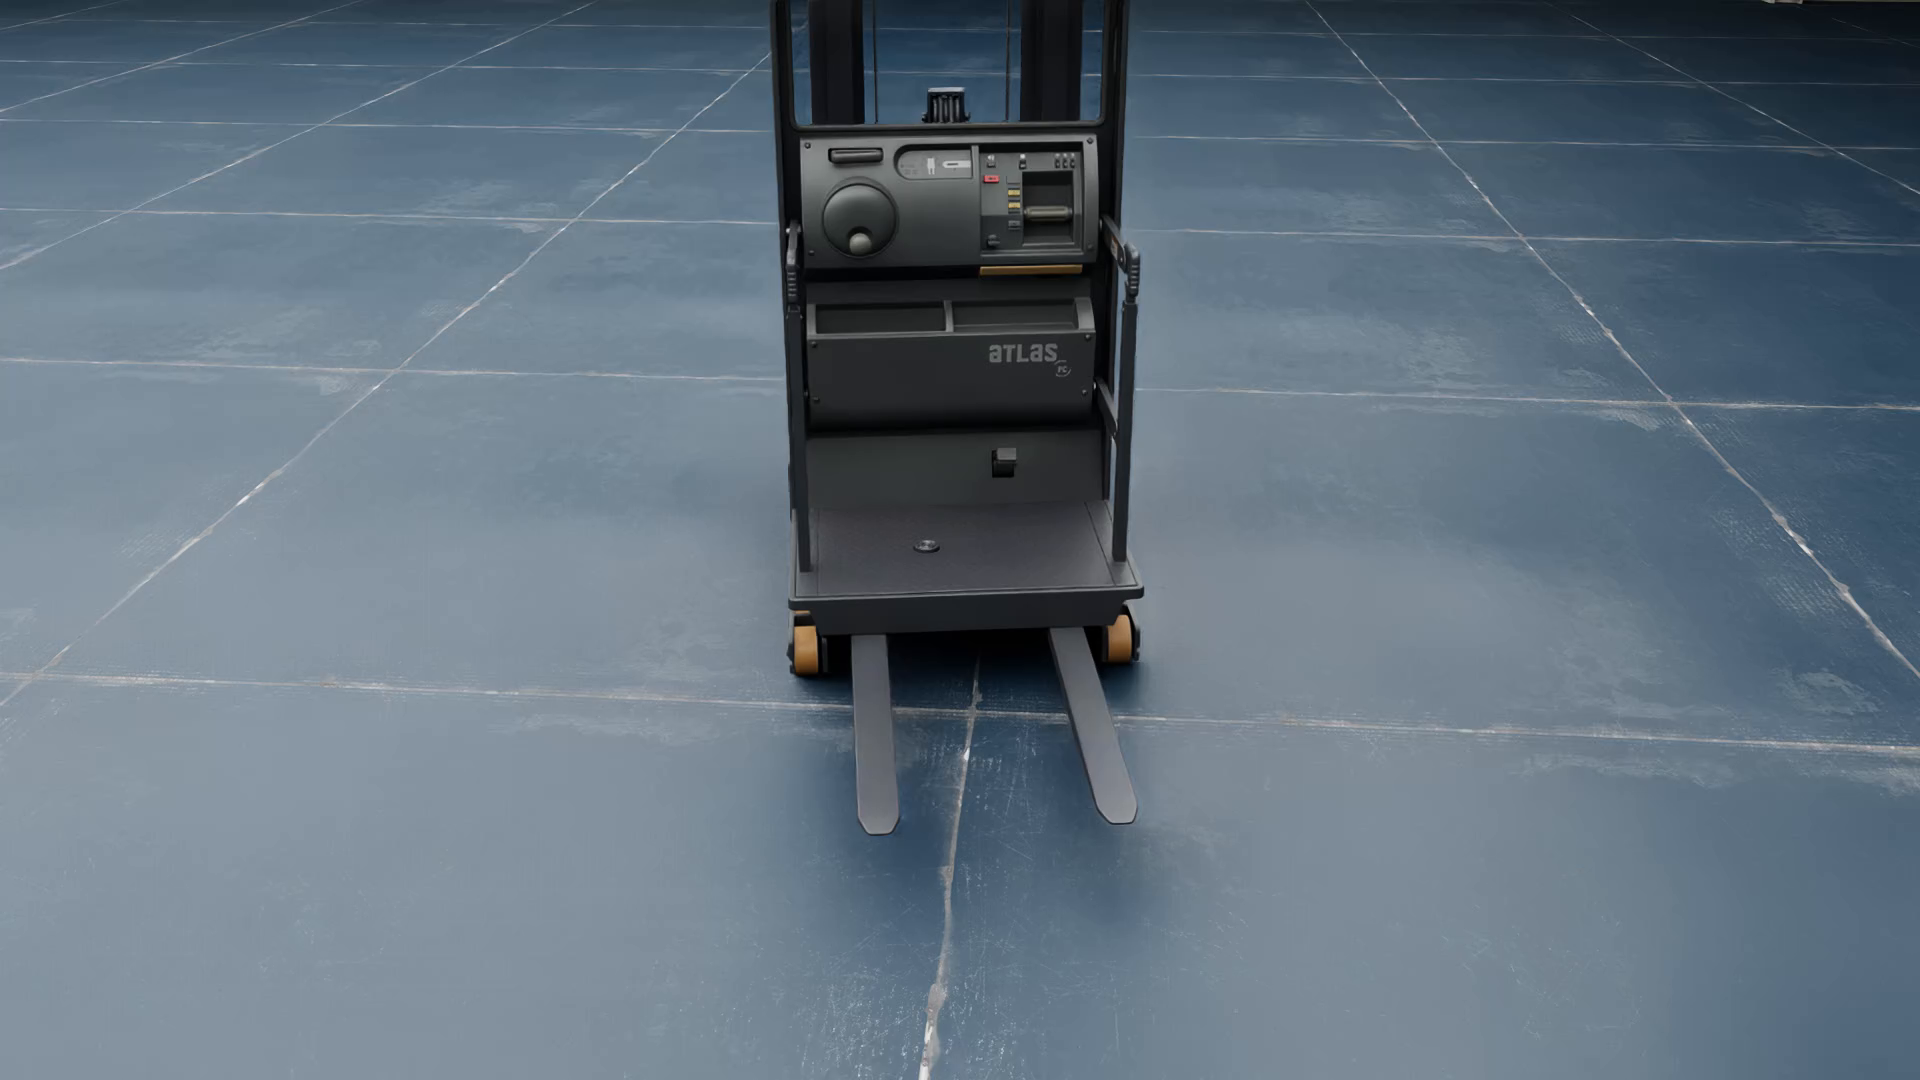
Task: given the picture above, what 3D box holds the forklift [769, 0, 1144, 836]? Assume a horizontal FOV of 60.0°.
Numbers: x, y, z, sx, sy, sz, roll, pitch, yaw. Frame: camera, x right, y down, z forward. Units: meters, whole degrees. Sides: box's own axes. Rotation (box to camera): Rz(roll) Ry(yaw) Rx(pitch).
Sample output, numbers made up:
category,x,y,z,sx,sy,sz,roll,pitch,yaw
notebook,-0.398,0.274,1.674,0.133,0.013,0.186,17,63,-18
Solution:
category,x,y,z,sx,sy,sz,roll,pitch,yaw
forklift,-0.012,-1.040,5.005,1.130,2.935,3.031,-2,25,-4
